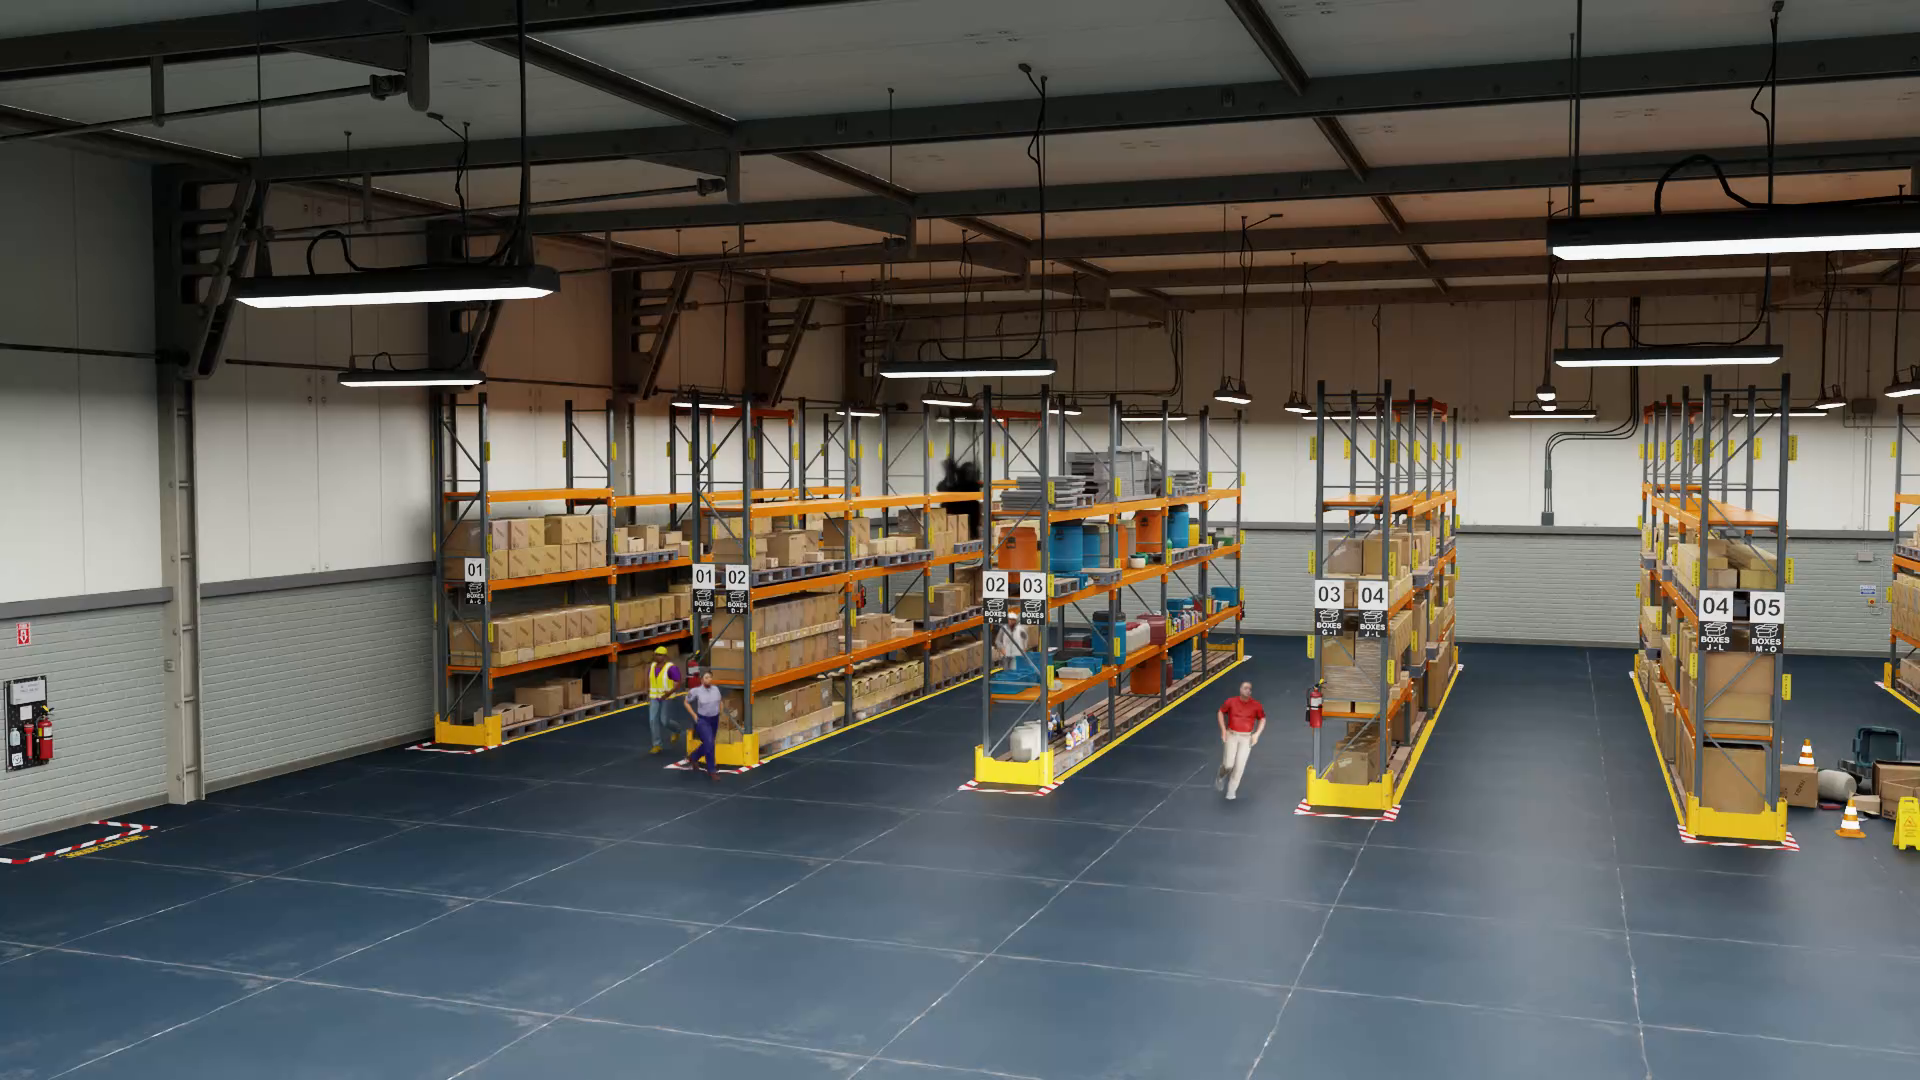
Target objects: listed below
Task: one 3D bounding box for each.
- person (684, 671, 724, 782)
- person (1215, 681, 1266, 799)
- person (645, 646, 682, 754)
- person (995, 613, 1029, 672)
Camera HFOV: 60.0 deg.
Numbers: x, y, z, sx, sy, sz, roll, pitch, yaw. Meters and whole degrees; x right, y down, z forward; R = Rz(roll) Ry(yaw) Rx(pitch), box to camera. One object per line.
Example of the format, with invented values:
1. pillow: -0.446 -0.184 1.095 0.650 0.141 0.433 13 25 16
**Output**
1. person: -3.893 2.829 25.503 0.868 1.667 0.593 3 4 43
2. person: 4.084 2.885 24.166 0.713 1.680 0.578 0 3 4
3. person: -4.968 2.652 27.861 0.707 1.763 0.836 1 3 18
4. person: 1.056 2.342 33.737 0.684 1.765 0.884 0 3 8
